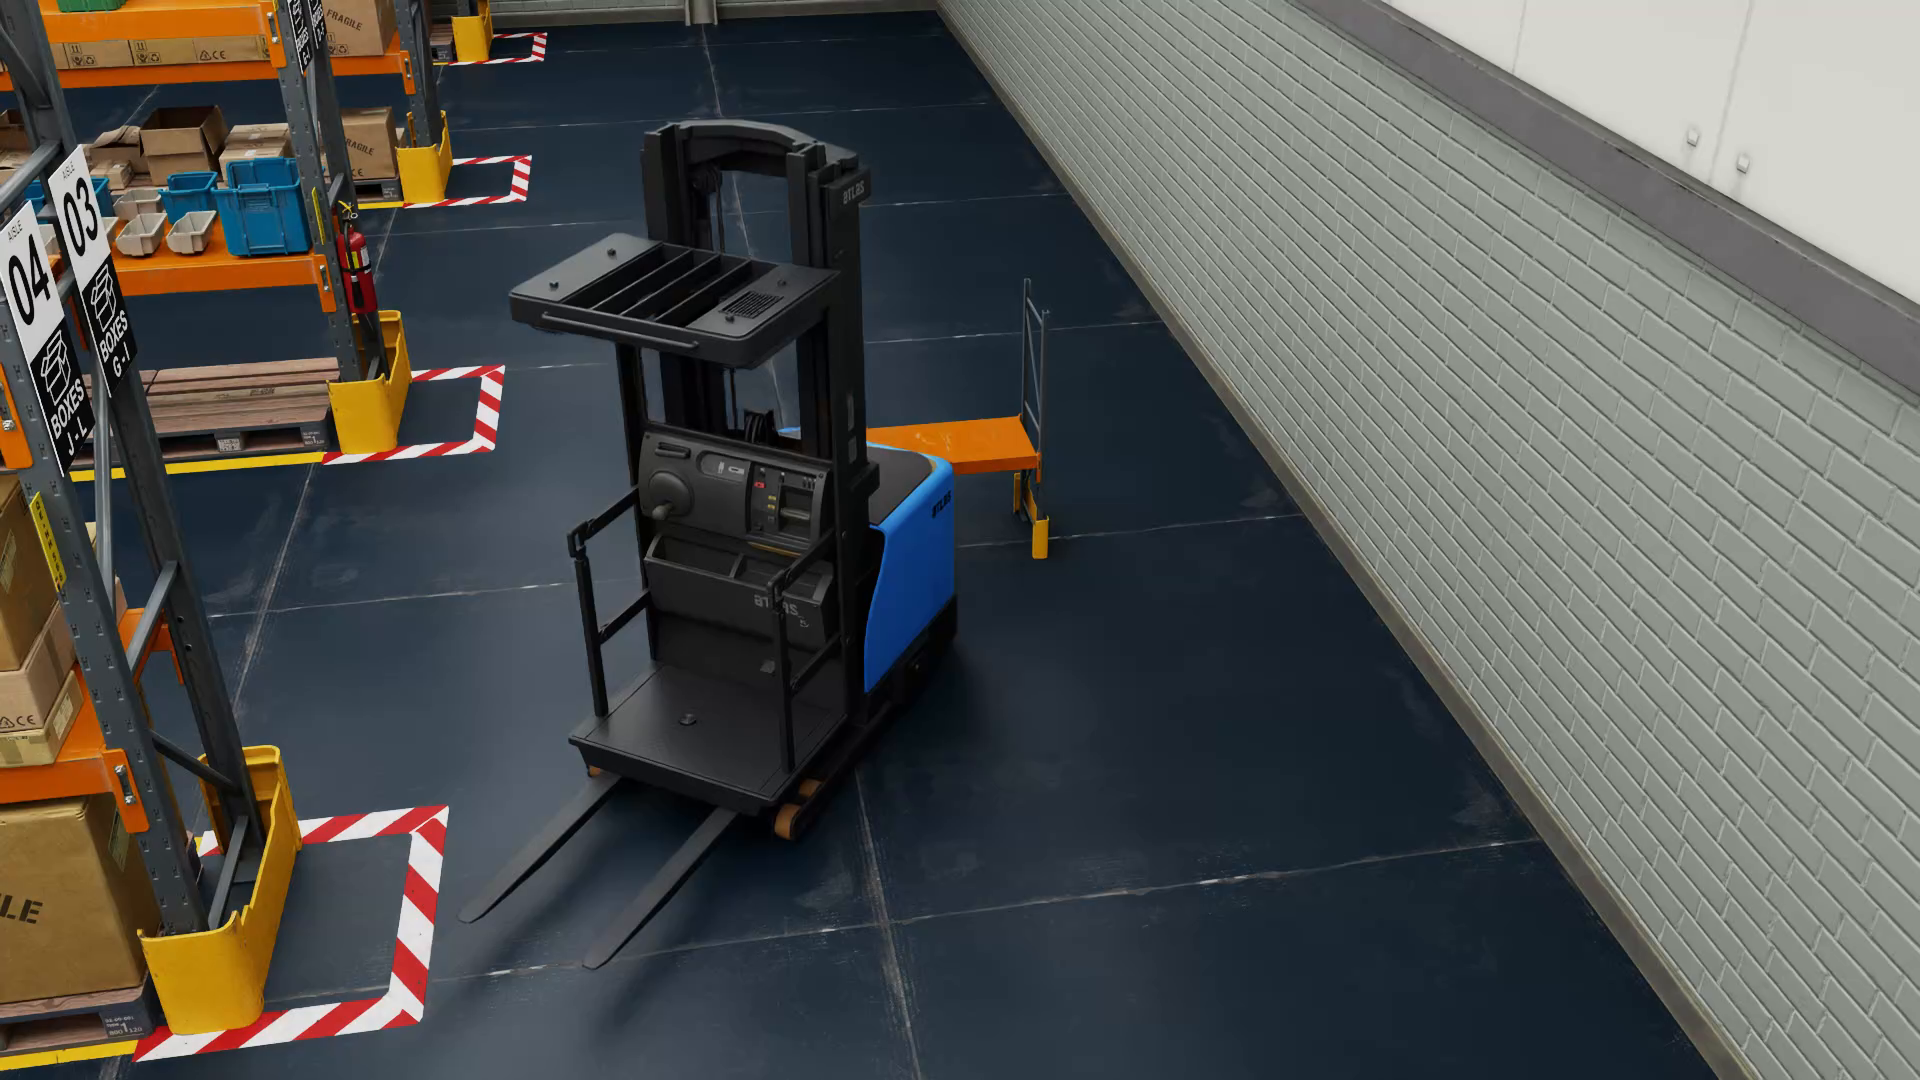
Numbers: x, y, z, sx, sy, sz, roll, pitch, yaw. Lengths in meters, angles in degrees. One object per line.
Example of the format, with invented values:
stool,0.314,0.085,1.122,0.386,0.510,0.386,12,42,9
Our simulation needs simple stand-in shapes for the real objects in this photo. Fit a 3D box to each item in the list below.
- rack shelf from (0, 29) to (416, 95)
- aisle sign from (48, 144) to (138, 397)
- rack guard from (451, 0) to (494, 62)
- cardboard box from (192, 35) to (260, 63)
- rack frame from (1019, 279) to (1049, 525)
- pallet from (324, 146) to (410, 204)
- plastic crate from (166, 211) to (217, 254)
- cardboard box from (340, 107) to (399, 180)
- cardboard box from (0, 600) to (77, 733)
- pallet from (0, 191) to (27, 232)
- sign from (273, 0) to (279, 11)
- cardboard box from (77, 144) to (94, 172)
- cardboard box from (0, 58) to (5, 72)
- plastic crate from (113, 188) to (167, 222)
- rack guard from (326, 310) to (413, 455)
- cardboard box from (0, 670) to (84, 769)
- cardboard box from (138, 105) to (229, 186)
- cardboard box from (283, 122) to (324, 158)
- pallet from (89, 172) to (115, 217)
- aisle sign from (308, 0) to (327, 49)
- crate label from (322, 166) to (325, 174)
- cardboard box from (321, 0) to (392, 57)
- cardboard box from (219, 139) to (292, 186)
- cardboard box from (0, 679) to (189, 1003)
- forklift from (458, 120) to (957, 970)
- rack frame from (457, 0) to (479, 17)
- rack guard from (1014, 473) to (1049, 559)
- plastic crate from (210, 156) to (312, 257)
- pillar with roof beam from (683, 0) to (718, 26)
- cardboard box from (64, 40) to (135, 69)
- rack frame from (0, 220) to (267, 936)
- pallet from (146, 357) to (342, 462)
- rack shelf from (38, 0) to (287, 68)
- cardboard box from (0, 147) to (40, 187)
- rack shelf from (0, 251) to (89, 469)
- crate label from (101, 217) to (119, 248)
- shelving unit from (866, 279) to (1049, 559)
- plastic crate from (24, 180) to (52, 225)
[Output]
rack shelf,-6.793,-4.110,14.491,4.000,0.370,1.077,-5,31,-9
aisle sign,-3.028,-0.941,5.825,0.004,0.787,0.394,-5,31,-9
rack guard,-5.698,-5.997,19.456,0.348,0.500,1.175,-5,31,-9
cardboard box,-6.218,-4.378,14.137,0.500,0.500,0.500,-5,31,-9
rack frame,0.416,-0.685,9.436,0.032,1.500,0.500,-5,31,-9
pallet,-5.684,-3.321,15.190,1.213,0.211,1.003,-5,31,-9
plastic crate,-4.706,-1.881,10.190,0.243,0.136,0.396,-5,31,-9
cardboard box,-5.316,-3.543,14.848,0.500,0.500,0.500,-5,31,-9
cardboard box,-3.474,0.449,5.881,0.500,0.250,0.500,-6,31,-10
pallet,-3.773,-0.846,5.357,1.213,0.211,1.003,-5,31,-9
sign,-3.822,-3.108,9.221,0.005,0.325,0.100,-5,31,-9
cardboard box,-7.893,-3.456,15.047,0.250,0.149,0.380,-5,31,-9
cardboard box,-8.210,-4.192,13.821,0.500,0.500,0.500,-5,31,-8
plastic crate,-5.237,-2.137,10.626,0.298,0.136,0.250,-5,31,-9
rack guard,-3.916,-1.064,11.067,0.348,0.500,1.175,-5,31,-9
cardboard box,-3.336,0.641,5.948,0.250,0.149,0.380,-5,31,-8
cardboard box,-6.913,-3.526,14.815,0.637,0.503,0.797,-5,31,-9
cardboard box,-5.903,-3.654,15.283,0.500,0.250,0.500,-5,31,-9
pallet,-8.084,-3.098,14.811,1.213,0.211,1.003,-5,31,-9
aisle sign,-3.920,-3.408,10.023,0.004,0.787,0.394,-5,31,-9
crate label,-4.239,-2.228,10.687,0.303,0.233,0.416,-5,31,-9
cardboard box,-5.217,-4.470,14.294,0.500,0.500,0.500,-4,31,-7
cardboard box,-6.256,-3.363,14.789,0.500,0.250,0.500,-5,31,-9
cardboard box,-3.660,1.169,6.484,0.875,0.875,0.875,-5,31,-9
forklift,-1.092,-0.167,7.143,1.130,2.935,3.031,13,33,21
rack frame,-5.721,-7.073,18.819,0.127,3.000,1.000,-5,31,-9
rack guard,0.415,-0.146,9.752,0.087,0.250,0.587,-5,31,-9
plastic crate,-4.233,-2.051,10.184,0.499,0.435,0.616,-5,31,-9
pillar with roof beam,-2.446,-8.190,14.801,0.400,9.000,9.100,-5,31,-9
cardboard box,-7.214,-4.285,13.979,0.500,0.500,0.500,-5,31,-9
rack frame,-3.045,0.336,6.219,0.127,3.000,1.000,-5,31,-9
pallet,-4.755,-0.875,11.030,1.213,0.211,1.003,-5,31,-9
rack shelf,-5.904,-2.934,9.530,4.000,0.370,1.077,-5,31,-9
cardboard box,-8.308,-3.199,14.450,0.500,0.311,0.500,-5,31,-9
rack shelf,-5.012,-0.464,5.330,4.000,0.370,1.077,-5,31,-9
crate label,-5.264,-1.824,10.093,0.243,0.136,0.396,-5,31,-9
shelving unit,-0.075,-0.640,9.358,1.083,1.500,0.587,-5,31,-9
plastic crate,-5.829,-2.081,10.436,0.300,0.233,0.416,-5,31,-9
